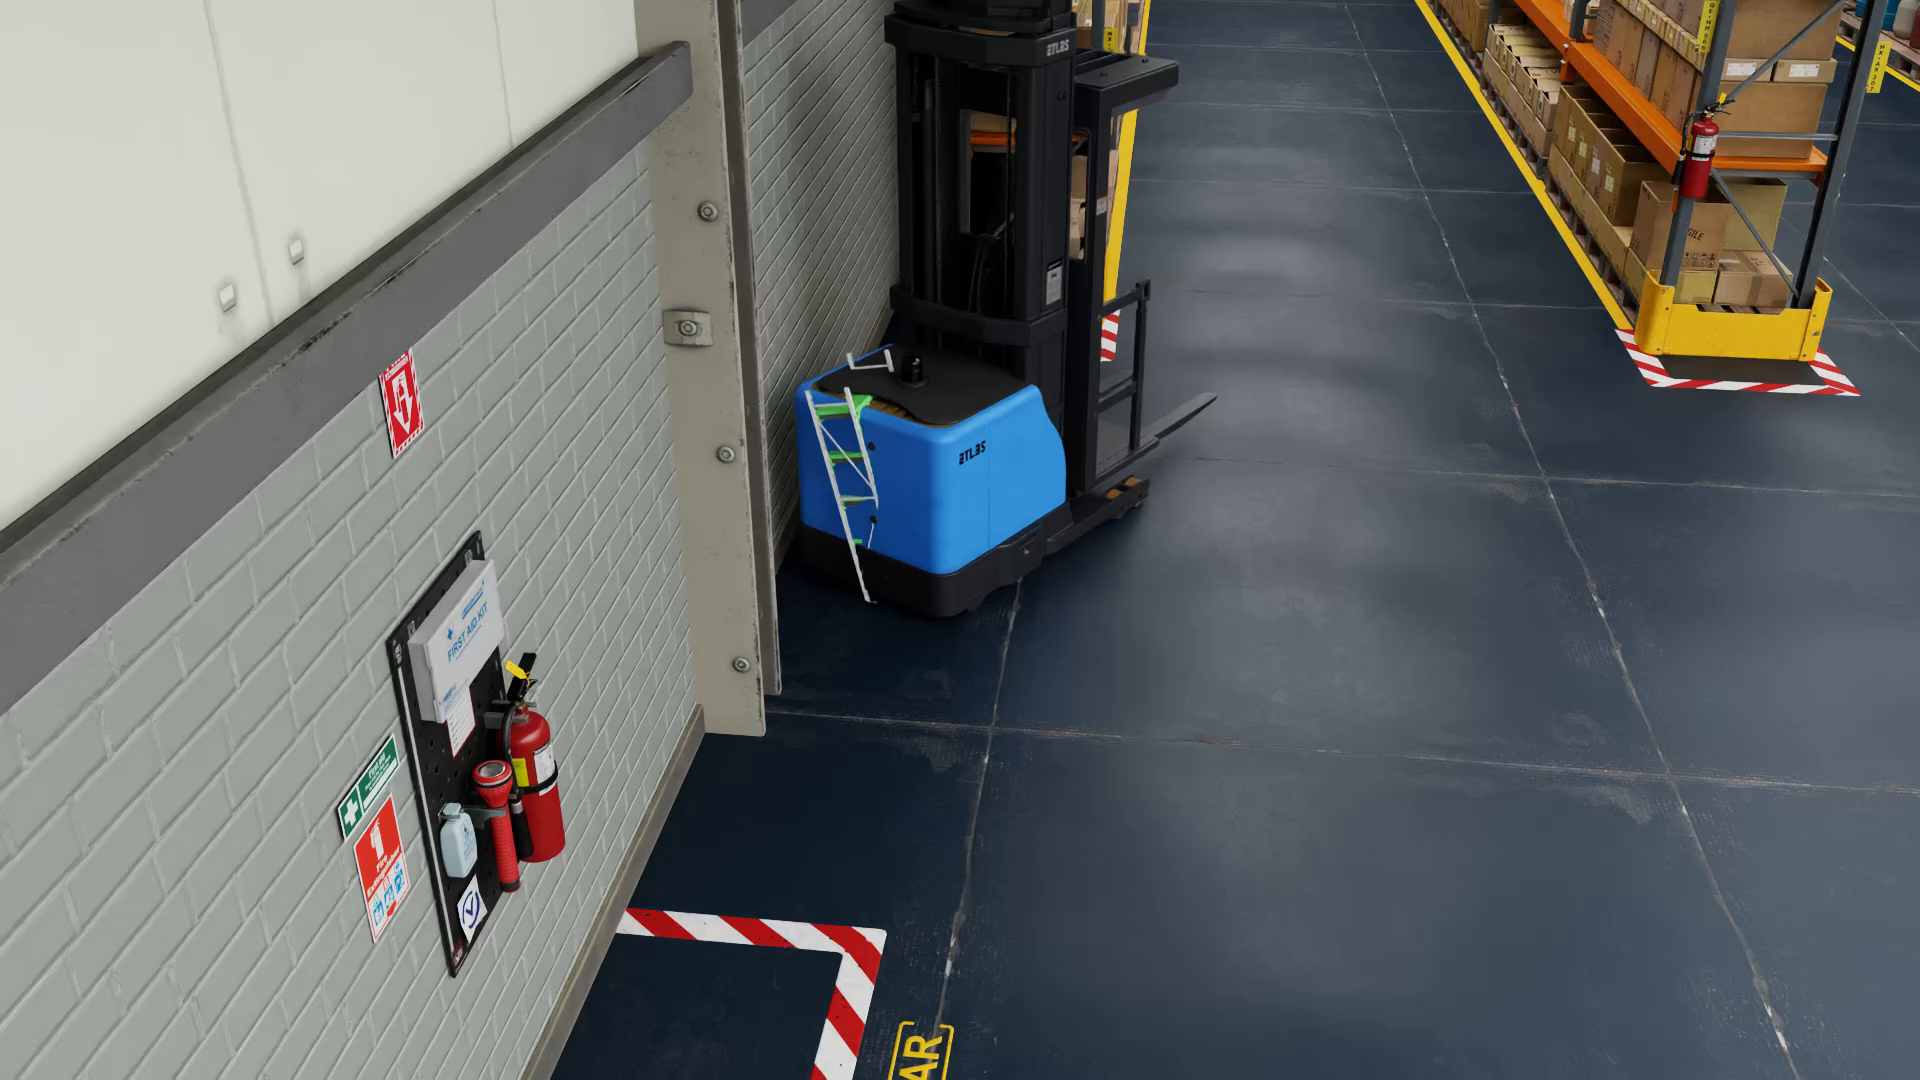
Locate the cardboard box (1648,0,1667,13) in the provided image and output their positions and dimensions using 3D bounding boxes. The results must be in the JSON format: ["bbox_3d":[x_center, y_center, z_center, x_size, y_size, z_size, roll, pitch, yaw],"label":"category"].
[{"bbox_3d":[5.656,-4.265,12.531,0.700,0.500,0.500,3,28,6],"label":"cardboard box"}]

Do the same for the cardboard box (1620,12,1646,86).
[{"bbox_3d":[5.717,-3.918,13.255,0.700,0.500,0.500,4,29,7],"label":"cardboard box"}]

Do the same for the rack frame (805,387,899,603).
[{"bbox_3d":[-0.515,-0.207,8.376,0.240,1.200,0.015,-2,27,25],"label":"rack frame"}]

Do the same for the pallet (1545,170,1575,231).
[{"bbox_3d":[5.749,-2.969,14.538,1.003,0.211,1.213,3,28,6],"label":"pallet"}]

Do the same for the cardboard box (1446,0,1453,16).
[{"bbox_3d":[6.513,-6.962,21.181,0.500,0.500,0.500,4,29,7],"label":"cardboard box"}]

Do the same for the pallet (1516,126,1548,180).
[{"bbox_3d":[5.940,-3.690,15.876,1.003,0.211,1.213,3,28,6],"label":"pallet"}]

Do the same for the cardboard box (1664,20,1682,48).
[{"bbox_3d":[5.383,-3.691,12.150,0.380,0.149,0.250,4,29,8],"label":"cardboard box"}]

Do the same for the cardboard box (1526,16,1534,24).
[{"bbox_3d":[6.718,-5.742,18.917,0.500,0.500,0.500,5,29,8],"label":"cardboard box"}]

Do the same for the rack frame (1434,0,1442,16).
[{"bbox_3d":[6.869,-8.334,21.557,1.000,3.000,0.127,3,28,6],"label":"rack frame"}]

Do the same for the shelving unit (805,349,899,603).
[{"bbox_3d":[-0.427,-0.321,8.573,0.258,1.200,0.503,-2,27,25],"label":"shelving unit"}]

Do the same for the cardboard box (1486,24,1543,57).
[{"bbox_3d":[6.023,-5.443,18.055,0.500,0.311,0.500,4,29,8],"label":"cardboard box"}]

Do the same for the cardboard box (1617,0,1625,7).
[{"bbox_3d":[5.572,-4.419,13.501,0.380,0.149,0.250,3,28,6],"label":"cardboard box"}]

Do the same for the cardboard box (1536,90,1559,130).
[{"bbox_3d":[5.653,-3.997,15.371,0.500,0.311,0.500,3,28,6],"label":"cardboard box"}]

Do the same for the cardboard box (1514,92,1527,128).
[{"bbox_3d":[5.778,-4.233,16.402,0.500,0.250,0.500,4,29,7],"label":"cardboard box"}]

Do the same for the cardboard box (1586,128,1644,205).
[{"bbox_3d":[5.339,-2.966,13.259,0.500,0.500,0.500,3,28,6],"label":"cardboard box"}]

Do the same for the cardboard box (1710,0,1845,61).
[{"bbox_3d":[5.475,-3.544,11.193,0.700,0.500,0.500,3,29,6],"label":"cardboard box"}]

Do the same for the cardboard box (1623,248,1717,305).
[{"bbox_3d":[5.171,-1.929,12.125,0.500,0.250,0.500,3,28,6],"label":"cardboard box"}]

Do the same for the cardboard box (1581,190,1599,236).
[{"bbox_3d":[5.343,-2.636,13.437,0.500,0.250,0.500,3,28,6],"label":"cardboard box"}]

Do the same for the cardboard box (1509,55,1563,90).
[{"bbox_3d":[5.840,-4.713,16.701,0.500,0.311,0.500,3,28,6],"label":"cardboard box"}]

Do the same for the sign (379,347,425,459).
[{"bbox_3d":[-1.467,-0.388,4.364,0.001,0.298,0.199,3,28,6],"label":"sign"}]

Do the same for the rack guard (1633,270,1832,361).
[{"bbox_3d":[5.395,-1.574,11.644,1.175,0.500,0.348,3,28,6],"label":"rack guard"}]

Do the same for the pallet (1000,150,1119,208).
[{"bbox_3d":[0.924,-3.308,15.169,1.003,0.211,1.213,3,28,6],"label":"pallet"}]

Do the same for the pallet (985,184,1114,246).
[{"bbox_3d":[0.777,-2.733,14.100,1.003,0.211,1.213,3,28,6],"label":"pallet"}]

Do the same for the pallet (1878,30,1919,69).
[{"bbox_3d":[11.501,-5.880,19.942,1.003,0.211,1.213,3,28,6],"label":"pallet"}]

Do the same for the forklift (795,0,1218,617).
[{"bbox_3d":[0.438,-1.538,9.015,1.130,2.935,3.031,20,34,32],"label":"forklift"}]

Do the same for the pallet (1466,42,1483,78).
[{"bbox_3d":[6.508,-5.573,19.371,1.003,0.211,1.213,3,28,6],"label":"pallet"}]

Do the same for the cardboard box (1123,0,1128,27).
[{"bbox_3d":[1.165,-4.651,14.068,0.500,0.500,0.500,3,28,6],"label":"cardboard box"}]

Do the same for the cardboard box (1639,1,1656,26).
[{"bbox_3d":[5.477,-4.053,12.821,0.380,0.149,0.250,3,28,6],"label":"cardboard box"}]

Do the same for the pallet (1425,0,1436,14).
[{"bbox_3d":[6.954,-7.429,22.818,1.003,0.211,1.213,3,28,6],"label":"pallet"}]

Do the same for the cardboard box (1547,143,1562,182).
[{"bbox_3d":[5.531,-3.342,14.747,0.500,0.250,0.500,3,28,6],"label":"cardboard box"}]

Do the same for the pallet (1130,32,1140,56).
[{"bbox_3d":[1.633,-5.876,19.935,1.003,0.211,1.213,3,28,6],"label":"pallet"}]

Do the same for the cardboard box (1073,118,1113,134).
[{"bbox_3d":[0.856,-3.125,12.026,0.500,0.250,0.500,3,28,5],"label":"cardboard box"}]

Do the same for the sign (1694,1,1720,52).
[{"bbox_3d":[4.861,-3.337,10.812,0.100,0.325,0.005,3,28,6],"label":"sign"}]

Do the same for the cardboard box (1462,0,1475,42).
[{"bbox_3d":[6.324,-6.242,19.845,0.500,0.500,0.500,2,28,4],"label":"cardboard box"}]

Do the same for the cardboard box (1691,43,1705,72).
[{"bbox_3d":[5.287,-3.329,11.477,0.380,0.149,0.250,4,29,7],"label":"cardboard box"}]

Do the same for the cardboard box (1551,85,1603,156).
[{"bbox_3d":[5.521,-3.673,14.570,0.500,0.500,0.500,3,28,6],"label":"cardboard box"}]

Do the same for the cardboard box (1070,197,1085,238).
[{"bbox_3d":[0.725,-2.570,13.229,0.500,0.311,0.500,6,29,10],"label":"cardboard box"}]

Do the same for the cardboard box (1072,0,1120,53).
[{"bbox_3d":[0.909,-3.684,12.271,0.500,0.500,0.500,3,29,6],"label":"cardboard box"}]

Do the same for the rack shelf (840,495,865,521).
[{"bbox_3d":[-0.412,-0.265,8.599,0.258,0.148,0.480,-2,27,25],"label":"rack shelf"}]

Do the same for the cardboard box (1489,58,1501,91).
[{"bbox_3d":[5.962,-4.959,17.749,0.500,0.250,0.500,3,28,5],"label":"cardboard box"}]

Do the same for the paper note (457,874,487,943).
[{"bbox_3d":[-1.457,1.101,4.972,0.016,0.148,0.142,3,28,6],"label":"paper note"}]

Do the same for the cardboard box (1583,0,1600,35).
[{"bbox_3d":[5.905,-4.736,15.037,0.500,0.250,0.500,5,29,9],"label":"cardboard box"}]

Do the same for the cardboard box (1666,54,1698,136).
[{"bbox_3d":[5.528,-3.196,11.914,0.700,0.500,0.500,4,29,8],"label":"cardboard box"}]

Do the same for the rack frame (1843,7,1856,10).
[{"bbox_3d":[11.784,-8.044,21.019,1.000,3.000,0.127,3,28,6],"label":"rack frame"}]

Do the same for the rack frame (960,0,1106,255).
[{"bbox_3d":[0.481,-2.971,11.603,1.000,3.000,0.127,3,28,6],"label":"rack frame"}]

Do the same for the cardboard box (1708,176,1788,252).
[{"bbox_3d":[5.744,-2.465,12.328,0.500,0.500,0.500,3,28,6],"label":"cardboard box"}]

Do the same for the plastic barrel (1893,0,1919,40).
[{"bbox_3d":[11.456,-6.285,19.934,0.421,0.512,0.421,0,28,0],"label":"plastic barrel"}]

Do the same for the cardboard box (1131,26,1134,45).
[{"bbox_3d":[1.682,-6.314,19.631,0.750,0.750,0.750,3,28,6],"label":"cardboard box"}]

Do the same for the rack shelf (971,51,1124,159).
[{"bbox_3d":[0.727,-3.596,13.521,1.077,0.370,4.000,3,28,6],"label":"rack shelf"}]
